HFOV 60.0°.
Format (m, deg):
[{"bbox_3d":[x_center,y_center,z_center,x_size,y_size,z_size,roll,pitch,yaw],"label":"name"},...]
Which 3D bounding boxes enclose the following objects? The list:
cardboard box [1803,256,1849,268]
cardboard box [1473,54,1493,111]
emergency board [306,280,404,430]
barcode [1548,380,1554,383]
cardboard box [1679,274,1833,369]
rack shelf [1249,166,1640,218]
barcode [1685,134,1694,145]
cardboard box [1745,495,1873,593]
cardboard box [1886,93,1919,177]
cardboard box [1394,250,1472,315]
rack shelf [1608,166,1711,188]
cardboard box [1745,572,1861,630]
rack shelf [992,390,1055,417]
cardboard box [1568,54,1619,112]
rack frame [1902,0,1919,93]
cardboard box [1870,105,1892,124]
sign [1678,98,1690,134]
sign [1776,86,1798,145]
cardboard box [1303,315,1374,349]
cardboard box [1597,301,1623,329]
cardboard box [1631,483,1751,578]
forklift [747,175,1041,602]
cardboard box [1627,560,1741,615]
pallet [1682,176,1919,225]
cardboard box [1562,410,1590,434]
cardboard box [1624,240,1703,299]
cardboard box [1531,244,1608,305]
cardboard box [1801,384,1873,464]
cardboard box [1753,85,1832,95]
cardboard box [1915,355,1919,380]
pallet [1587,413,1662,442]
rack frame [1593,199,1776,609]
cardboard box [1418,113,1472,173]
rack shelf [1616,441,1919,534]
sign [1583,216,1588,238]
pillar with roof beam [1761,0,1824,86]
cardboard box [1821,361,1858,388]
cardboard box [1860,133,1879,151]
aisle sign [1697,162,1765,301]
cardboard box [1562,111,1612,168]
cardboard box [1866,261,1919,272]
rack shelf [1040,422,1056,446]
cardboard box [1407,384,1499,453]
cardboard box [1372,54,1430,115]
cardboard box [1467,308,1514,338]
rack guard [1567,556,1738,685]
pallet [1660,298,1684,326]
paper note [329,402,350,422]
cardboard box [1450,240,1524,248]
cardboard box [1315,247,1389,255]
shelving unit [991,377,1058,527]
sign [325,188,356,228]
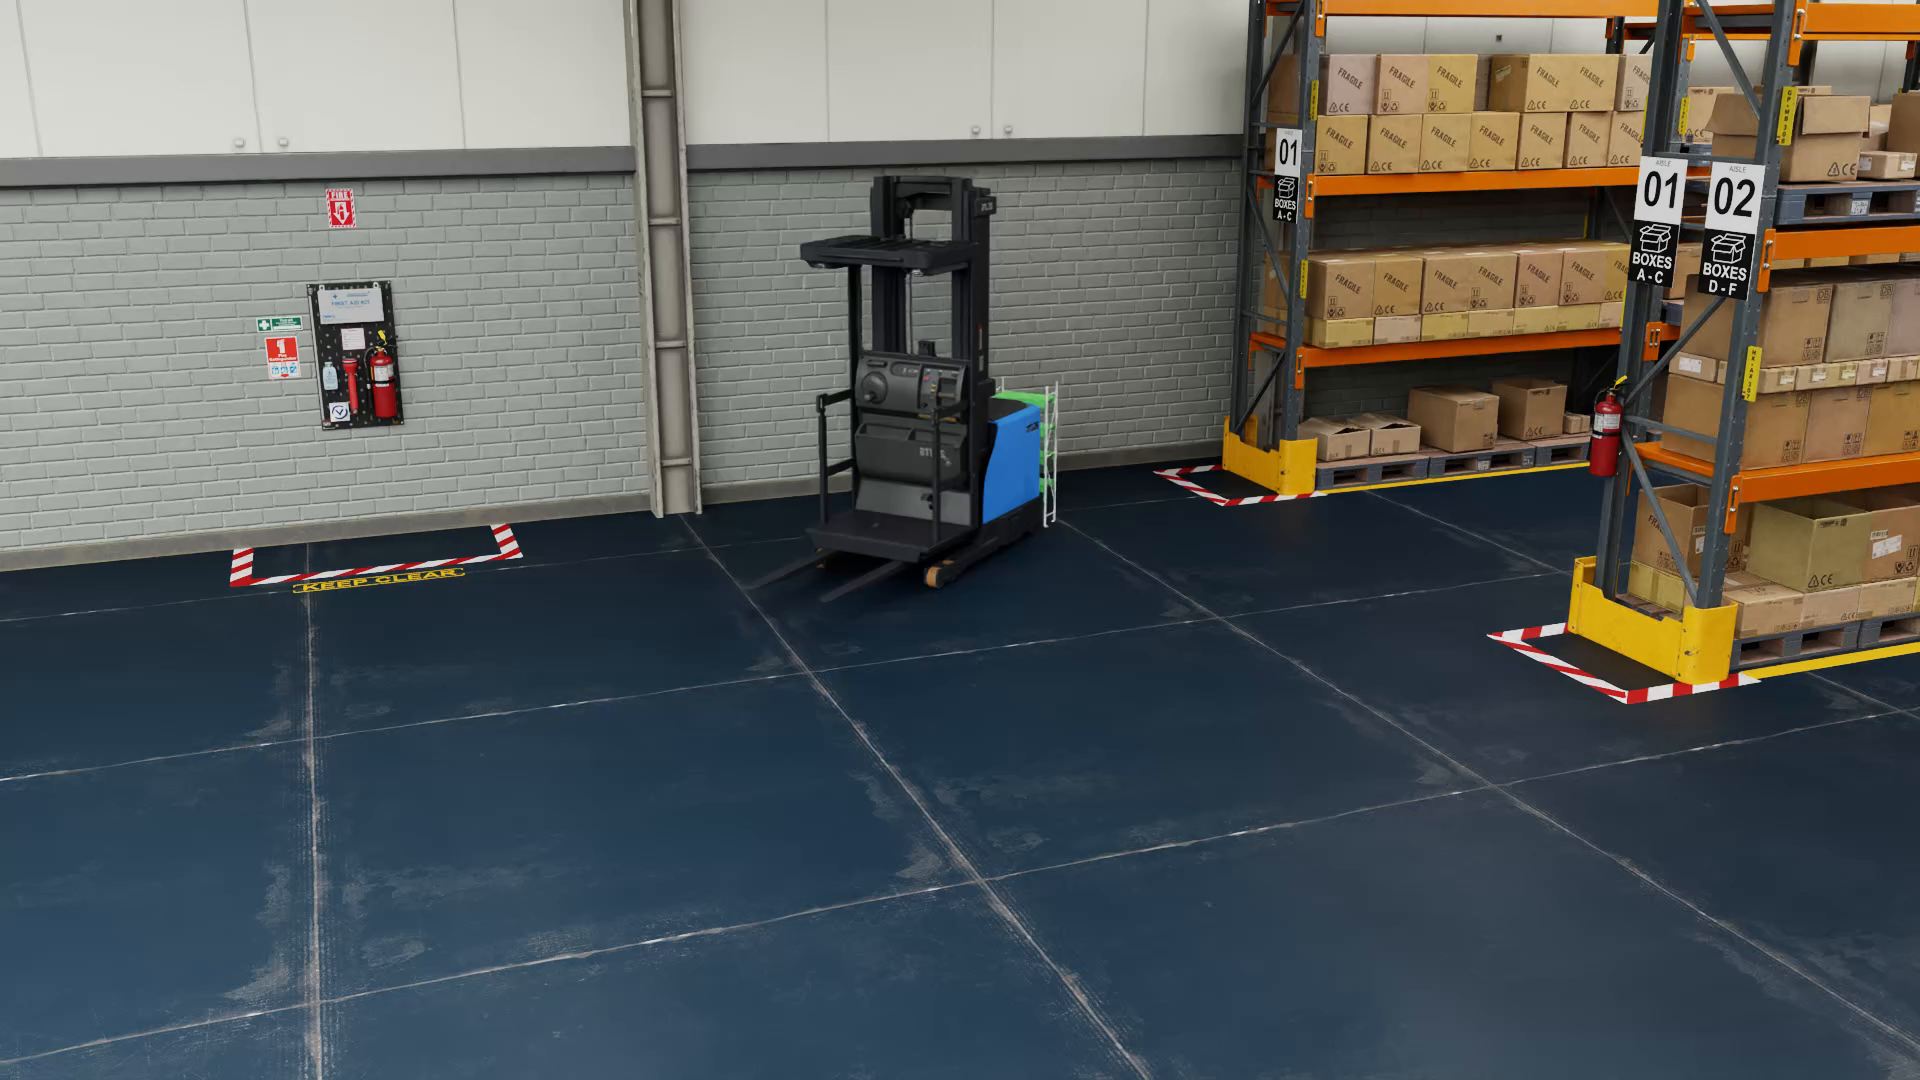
[{"bbox_3d":[8.673,-2.880,17.124,0.500,0.500,0.700,-6,17,-20],"label":"cardboard box"},{"bbox_3d":[4.549,-4.235,15.386,0.500,0.500,0.500,-6,17,-20],"label":"cardboard box"},{"bbox_3d":[-4.786,-1.450,13.213,0.643,1.169,0.194,-6,17,-20],"label":"emergency board"},{"bbox_3d":[5.939,-1.573,16.720,0.075,0.075,0.001,-6,17,-20],"label":"barcode"},{"bbox_3d":[5.060,-1.413,10.605,0.500,0.500,0.700,-6,17,-20],"label":"cardboard box"},{"bbox_3d":[4.661,-3.292,15.437,4.000,0.370,1.077,-6,17,-20],"label":"rack shelf"},{"bbox_3d":[4.679,-2.568,10.666,0.075,0.075,0.001,-6,17,-20],"label":"barcode"},{"bbox_3d":[5.616,0.018,11.016,0.500,0.500,0.500,-6,17,-20],"label":"cardboard box"},{"bbox_3d":[6.218,-2.545,10.445,0.500,0.500,0.500,-6,17,-20],"label":"cardboard box"},{"bbox_3d":[4.297,-2.360,15.212,0.500,0.500,0.500,-7,18,-22],"label":"cardboard box"},{"bbox_3d":[8.396,-3.695,16.811,4.000,0.370,1.077,-6,17,-20],"label":"rack shelf"},{"bbox_3d":[5.616,0.378,11.123,0.500,0.250,0.500,-6,17,-20],"label":"cardboard box"},{"bbox_3d":[0.536,-1.141,13.878,0.480,0.148,0.258,7,18,24],"label":"rack shelf"},{"bbox_3d":[5.647,-4.196,15.251,0.500,0.500,0.500,-5,17,-17],"label":"cardboard box"},{"bbox_3d":[10.264,-5.681,16.973,0.127,3.000,1.000,-6,17,-20],"label":"rack frame"},{"bbox_3d":[9.020,-4.195,17.017,0.637,0.503,0.797,-4,17,-12],"label":"cardboard box"},{"bbox_3d":[6.730,-3.945,15.466,0.005,0.325,0.100,-6,17,-20],"label":"sign"},{"bbox_3d":[4.763,-2.443,9.579,0.005,0.325,0.100,-6,17,-20],"label":"sign"},{"bbox_3d":[3.363,-1.899,14.973,0.500,0.250,0.500,-7,18,-22],"label":"cardboard box"},{"bbox_3d":[6.195,-2.210,16.029,0.500,0.250,0.500,-6,17,-20],"label":"cardboard box"},{"bbox_3d":[4.964,-0.068,11.308,0.500,0.500,0.500,-6,17,-20],"label":"cardboard box"},{"bbox_3d":[-0.479,-1.189,12.447,1.130,2.935,3.031,9,19,27],"label":"forklift"},{"bbox_3d":[4.965,0.293,11.412,0.500,0.250,0.500,-6,17,-20],"label":"cardboard box"},{"bbox_3d":[5.239,-2.154,10.444,1.213,0.211,1.003,-6,17,-20],"label":"pallet"},{"bbox_3d":[6.040,-1.189,16.572,0.250,0.166,0.380,-9,18,-27],"label":"cardboard box"},{"bbox_3d":[7.016,-2.701,16.513,0.500,0.500,0.700,-6,17,-20],"label":"cardboard box"},{"bbox_3d":[5.734,-2.516,15.742,0.500,0.500,0.500,-6,17,-20],"label":"cardboard box"},{"bbox_3d":[5.499,-0.839,10.954,0.500,0.500,0.700,-6,17,-19],"label":"cardboard box"},{"bbox_3d":[8.220,-4.247,16.489,0.500,0.500,0.500,-7,18,-22],"label":"cardboard box"},{"bbox_3d":[6.215,-1.166,10.915,0.250,0.149,0.380,-6,18,-21],"label":"cardboard box"},{"bbox_3d":[7.255,-1.140,17.107,1.213,0.211,1.003,-6,17,-20],"label":"pallet"},{"bbox_3d":[4.570,-0.693,10.635,0.127,3.000,1.000,-6,17,-20],"label":"rack frame"},{"bbox_3d":[4.193,-3.559,14.857,0.500,0.500,0.500,-5,17,-18],"label":"cardboard box"},{"bbox_3d":[6.437,-0.550,11.423,4.000,0.370,1.077,-6,17,-20],"label":"rack shelf"},{"bbox_3d":[6.327,-3.101,16.778,0.005,0.325,0.100,-6,17,-20],"label":"sign"},{"bbox_3d":[10.281,-4.645,13.445,0.400,9.000,9.100,-6,17,-20],"label":"pillar with roof beam"},{"bbox_3d":[5.492,-1.087,10.649,0.250,0.149,0.380,-6,17,-20],"label":"cardboard box"},{"bbox_3d":[5.551,-2.515,10.786,0.500,0.250,0.500,-6,17,-20],"label":"cardboard box"},{"bbox_3d":[4.618,-1.853,9.972,0.004,0.787,0.394,-6,17,-20],"label":"aisle sign"},{"bbox_3d":[5.669,-3.733,15.449,0.500,0.500,0.500,-8,18,-25],"label":"cardboard box"},{"bbox_3d":[6.487,-1.569,11.136,0.500,0.500,0.700,-6,17,-20],"label":"cardboard box"},{"bbox_3d":[0.536,-0.911,13.946,0.480,0.148,0.258,7,18,24],"label":"rack shelf"},{"bbox_3d":[4.707,-1.172,15.922,0.500,0.500,0.700,-7,18,-24],"label":"cardboard box"},{"bbox_3d":[3.727,-3.985,14.533,0.500,0.500,0.500,-6,18,-21],"label":"cardboard box"},{"bbox_3d":[4.793,-2.056,15.505,0.500,0.250,0.500,-6,17,-20],"label":"cardboard box"},{"bbox_3d":[4.547,0.509,10.979,0.348,0.500,1.175,-6,17,-20],"label":"rack guard"},{"bbox_3d":[7.295,-2.346,16.604,1.213,0.211,1.003,-6,17,-20],"label":"pallet"},{"bbox_3d":[-4.976,-1.028,13.338,0.142,0.148,0.016,-6,17,-20],"label":"paper note"},{"bbox_3d":[5.063,-2.604,16.043,0.500,0.500,0.500,-6,17,-19],"label":"cardboard box"},{"bbox_3d":[3.631,-2.445,15.501,0.500,0.500,0.500,-6,17,-19],"label":"cardboard box"},{"bbox_3d":[0.536,-0.742,13.996,0.503,1.200,0.258,7,18,24],"label":"shelving unit"},{"bbox_3d":[-4.829,-2.588,12.973,0.199,0.298,0.001,-6,17,-20],"label":"sign"}]
